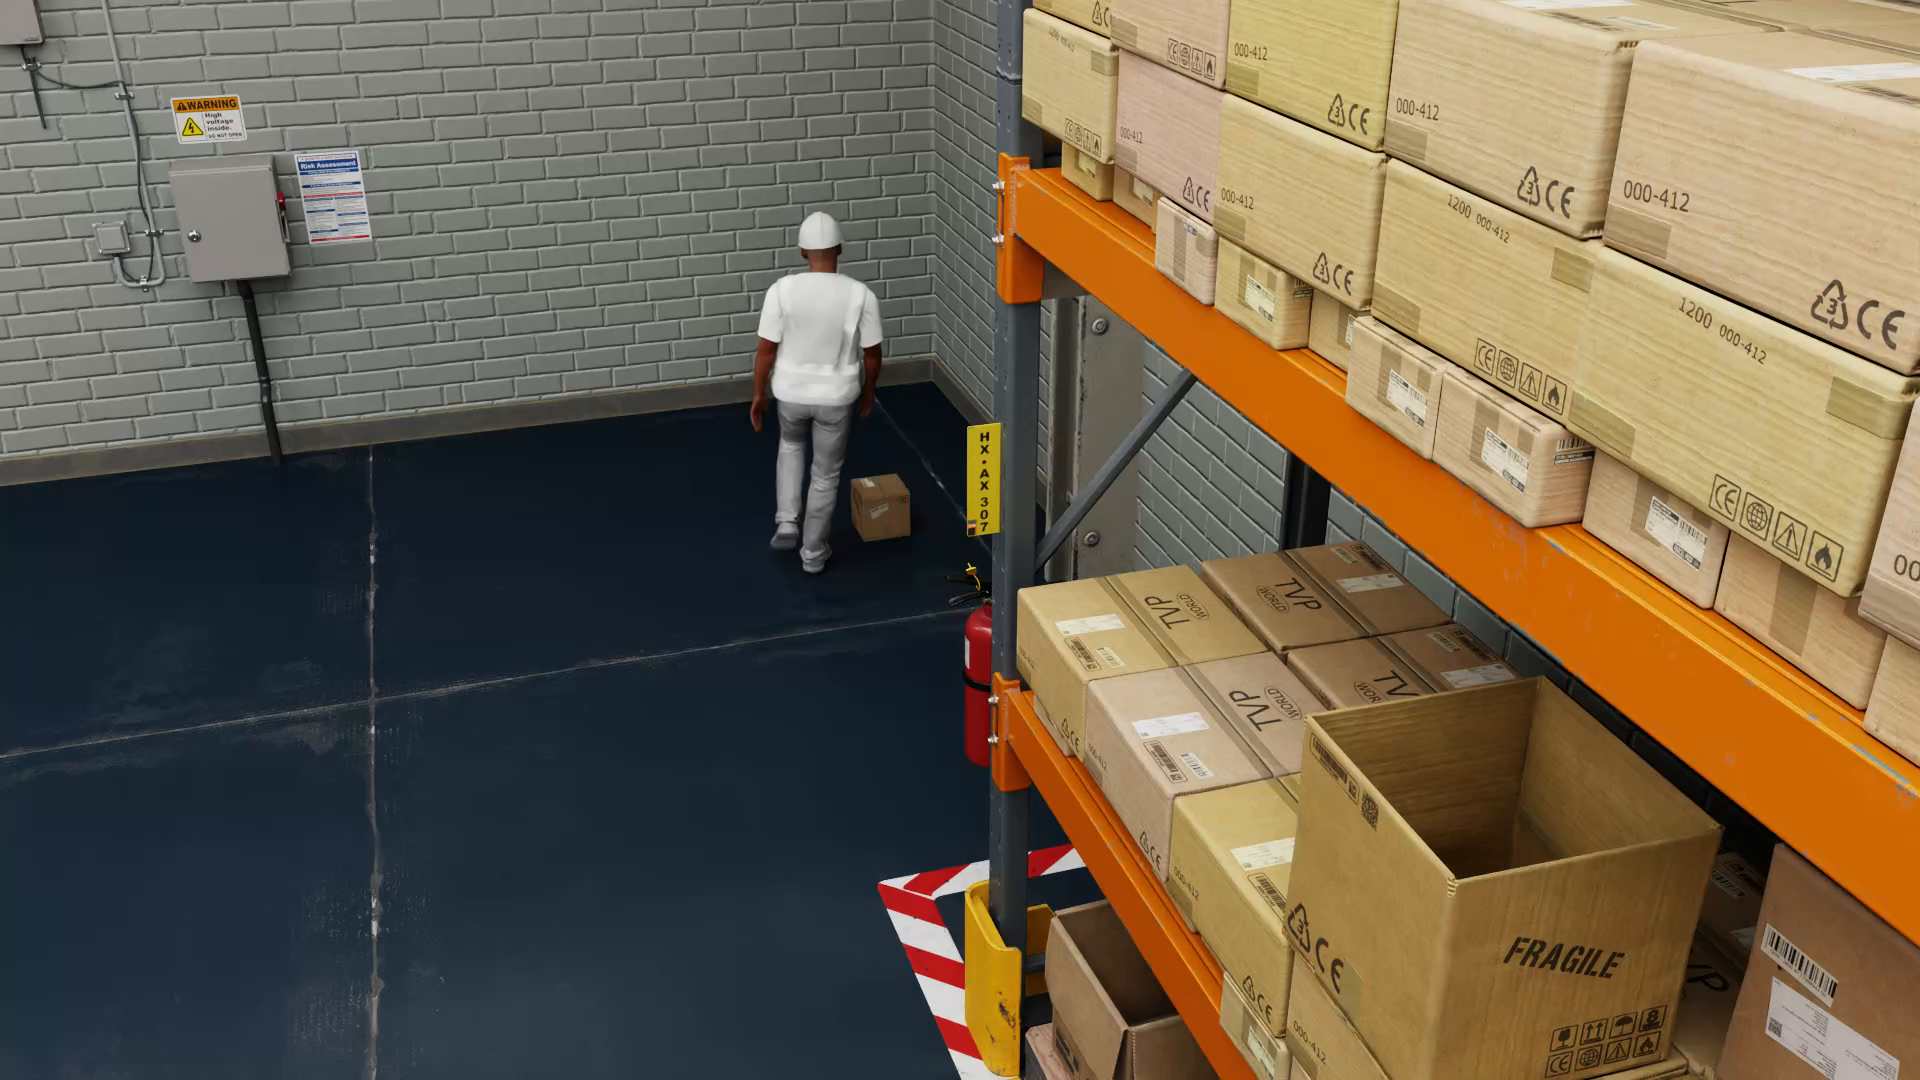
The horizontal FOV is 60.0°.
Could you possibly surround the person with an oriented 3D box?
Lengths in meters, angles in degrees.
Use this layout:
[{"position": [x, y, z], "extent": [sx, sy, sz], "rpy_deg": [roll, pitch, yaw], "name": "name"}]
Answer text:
[{"position": [-0.673, -0.711, 8.003], "extent": [0.634, 1.770, 0.483], "rpy_deg": [2, 26, 3], "name": "person"}]
